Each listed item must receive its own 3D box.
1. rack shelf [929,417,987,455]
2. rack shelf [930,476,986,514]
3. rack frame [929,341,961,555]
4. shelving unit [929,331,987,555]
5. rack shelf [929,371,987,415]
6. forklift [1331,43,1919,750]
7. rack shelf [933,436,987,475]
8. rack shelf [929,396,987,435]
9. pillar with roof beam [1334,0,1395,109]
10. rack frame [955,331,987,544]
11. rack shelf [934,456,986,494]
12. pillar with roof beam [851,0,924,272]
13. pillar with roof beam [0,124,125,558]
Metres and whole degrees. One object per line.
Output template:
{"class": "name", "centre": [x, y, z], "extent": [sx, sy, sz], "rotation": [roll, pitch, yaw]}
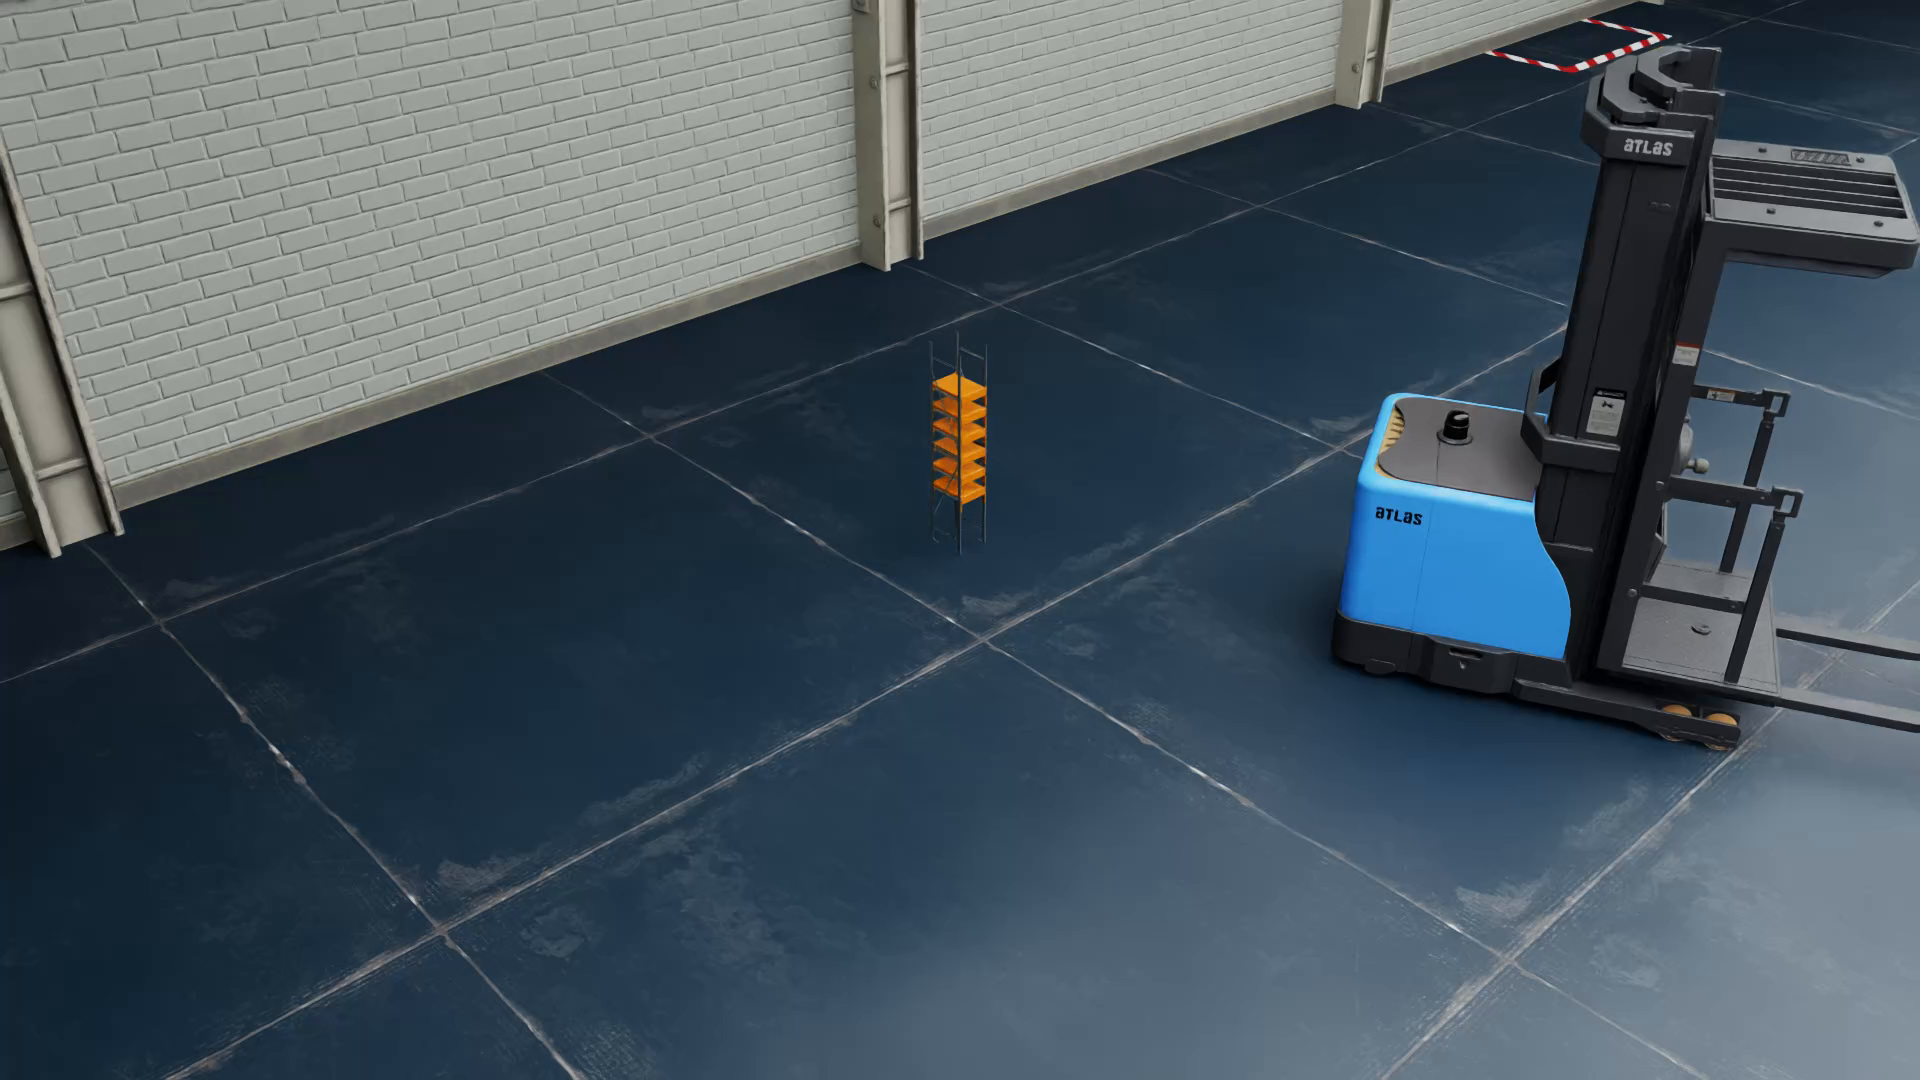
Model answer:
{"class": "rack shelf", "centre": [-0.011, -0.571, 8.889], "extent": [0.180, 0.103, 0.258], "rotation": [-26, 40, -35]}
{"class": "rack shelf", "centre": [-0.011, -0.264, 9.077], "extent": [0.180, 0.103, 0.258], "rotation": [-26, 40, -35]}
{"class": "rack frame", "centre": [-0.078, -0.474, 8.876], "extent": [0.006, 1.200, 0.240], "rotation": [-26, 40, -35]}
{"class": "shelving unit", "centre": [-0.011, -0.507, 8.929], "extent": [0.189, 1.200, 0.258], "rotation": [-26, 40, -35]}
{"class": "rack shelf", "centre": [-0.011, -0.776, 8.764], "extent": [0.180, 0.103, 0.258], "rotation": [-26, 40, -35]}
{"class": "forklift", "centre": [3.407, -0.596, 7.415], "extent": [3.031, 2.935, 1.130], "rotation": [11, 33, 17]}
{"class": "rack shelf", "centre": [-0.011, -0.469, 8.952], "extent": [0.180, 0.103, 0.258], "rotation": [-26, 40, -35]}
{"class": "rack shelf", "centre": [-0.011, -0.674, 8.827], "extent": [0.180, 0.103, 0.258], "rotation": [-26, 40, -35]}
{"class": "pillar with roof beam", "centre": [6.803, -6.476, 11.215], "extent": [0.400, 9.000, 9.100], "rotation": [-26, 40, -35]}
{"class": "rack frame", "centre": [0.056, -0.539, 8.982], "extent": [0.006, 1.200, 0.240], "rotation": [-26, 40, -35]}
{"class": "rack shelf", "centre": [-0.011, -0.366, 9.014], "extent": [0.180, 0.103, 0.258], "rotation": [-26, 40, -35]}
{"class": "pillar with roof beam", "centre": [2.403, -4.348, 7.734], "extent": [0.400, 9.000, 9.100], "rotation": [-26, 40, -35]}
{"class": "pillar with roof beam", "centre": [-1.996, -2.220, 4.254], "extent": [0.400, 9.000, 9.100], "rotation": [-26, 40, -35]}
